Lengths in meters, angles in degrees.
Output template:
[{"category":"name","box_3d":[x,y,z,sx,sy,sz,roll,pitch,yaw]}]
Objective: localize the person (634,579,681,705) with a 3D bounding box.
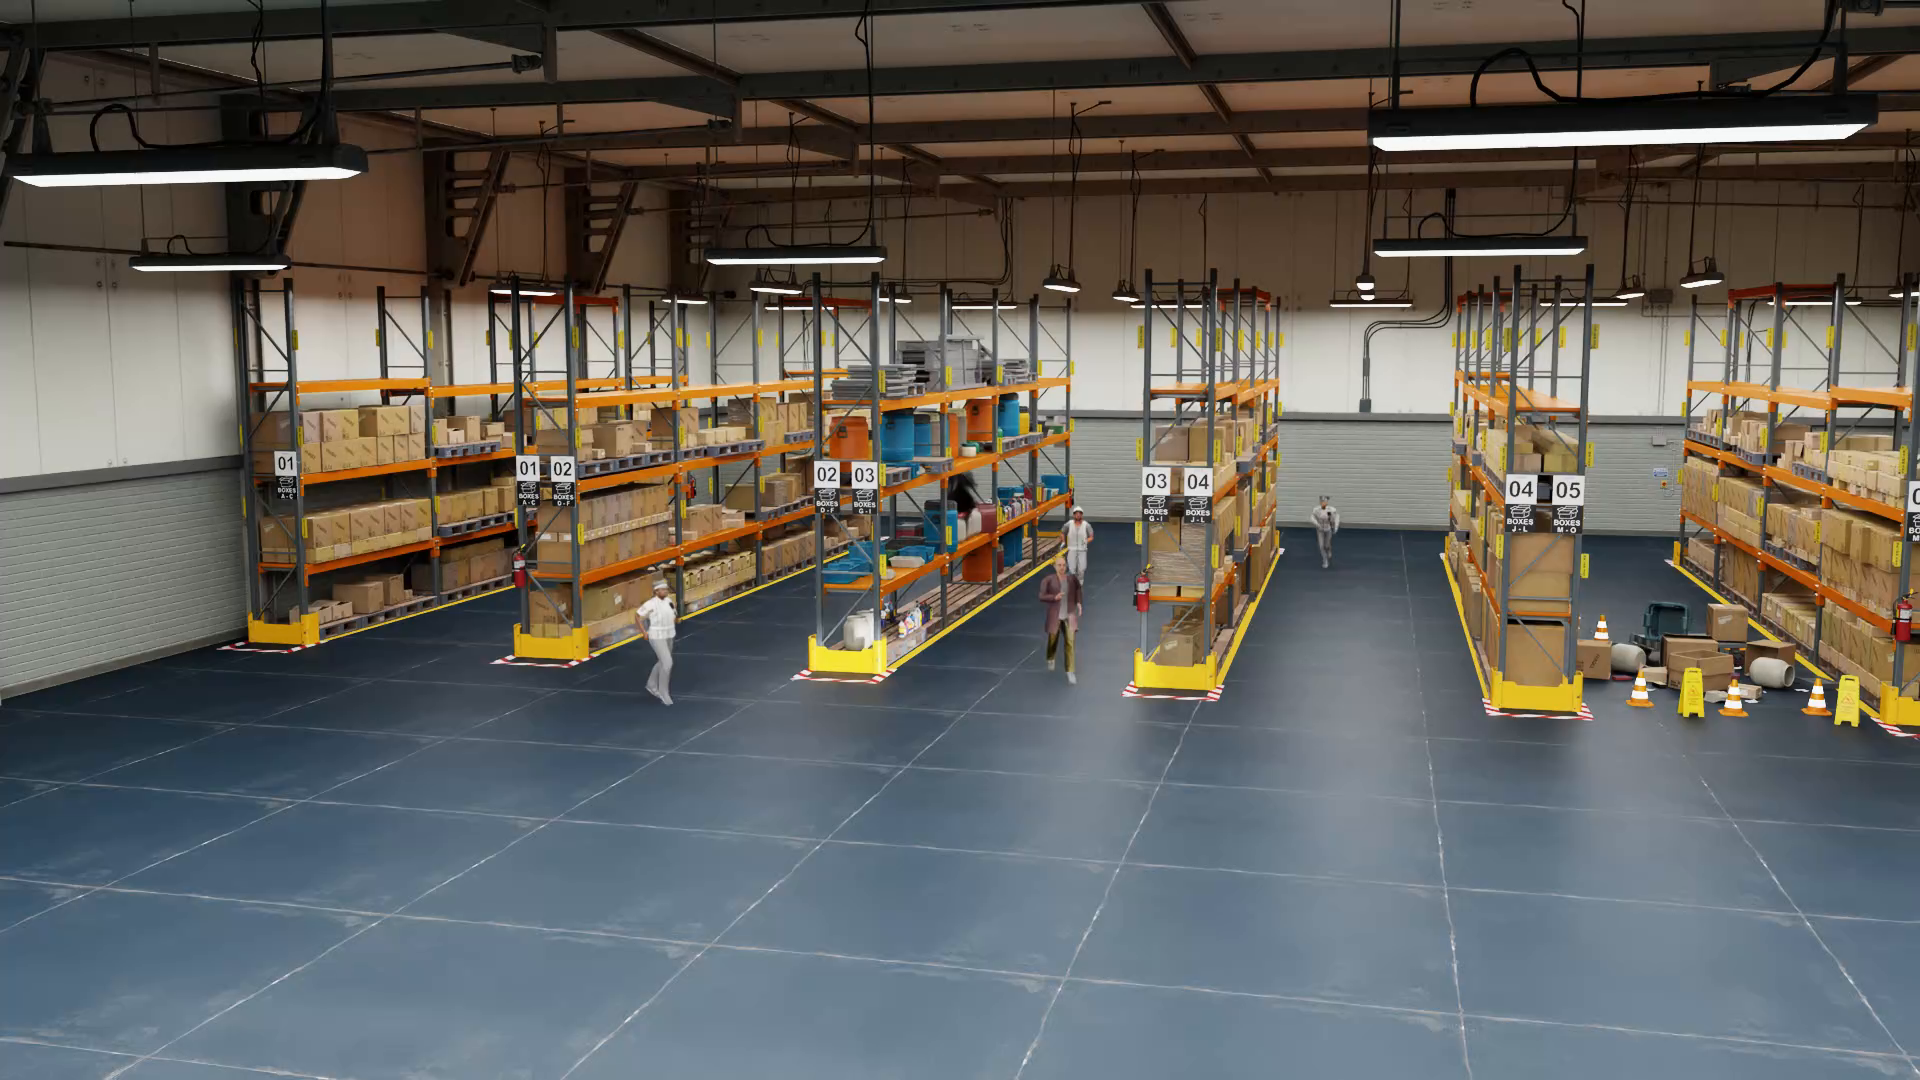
[{"category":"person","box_3d":[-4.147,1.408,23.092,0.752,1.760,0.545,5,8,34]}]

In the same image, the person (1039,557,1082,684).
[{"category":"person","box_3d":[1.498,1.152,24.663,0.704,1.805,1.022,-1,7,-8]}]

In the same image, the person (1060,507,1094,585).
[{"category":"person","box_3d":[2.292,0.220,32.591,0.664,1.738,0.603,0,7,2]}]

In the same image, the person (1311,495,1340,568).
[{"category":"person","box_3d":[8.066,-0.192,36.781,0.597,1.624,0.668,3,8,25]}]
